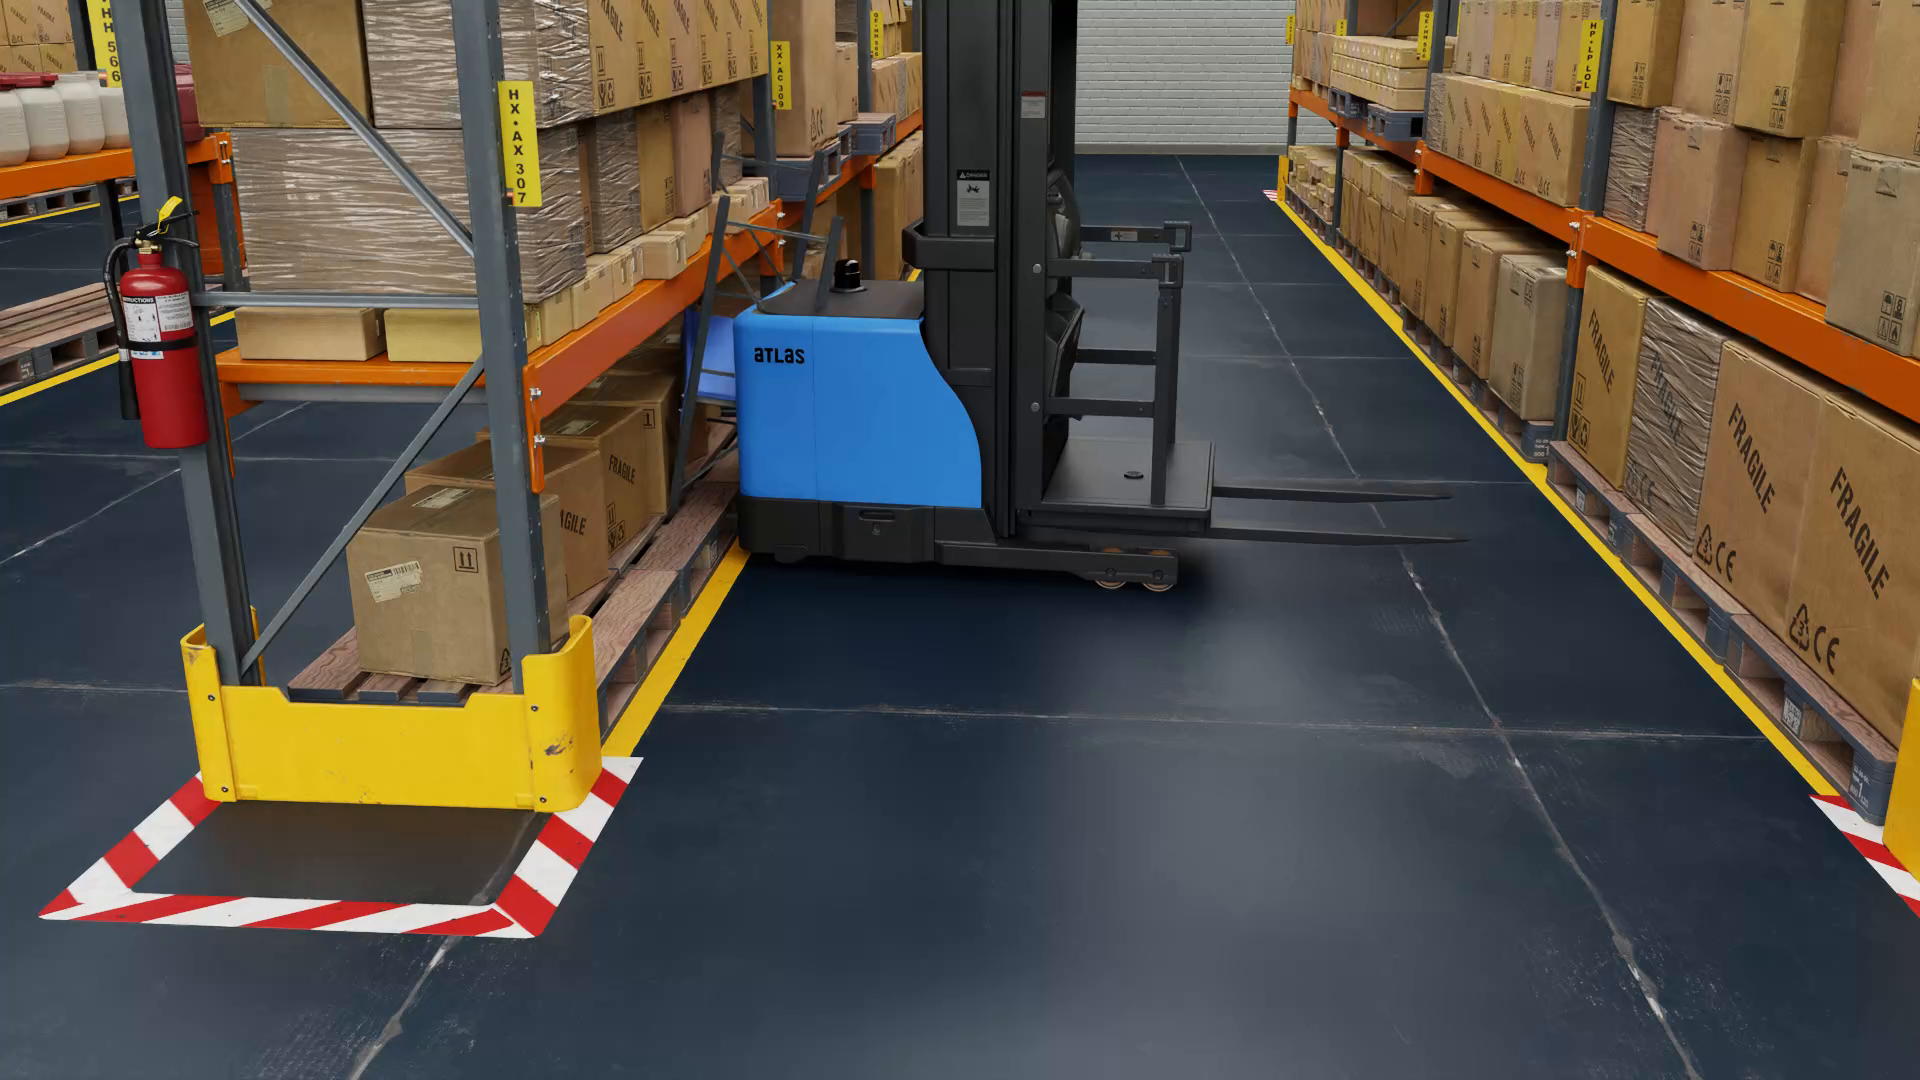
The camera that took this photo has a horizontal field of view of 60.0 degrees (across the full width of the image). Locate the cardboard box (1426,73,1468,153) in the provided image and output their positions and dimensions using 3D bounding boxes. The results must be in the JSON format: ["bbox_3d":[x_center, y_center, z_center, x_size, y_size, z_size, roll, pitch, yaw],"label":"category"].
[{"bbox_3d":[3.494,-2.913,11.335,0.500,0.500,0.500,1,18,5],"label":"cardboard box"}]

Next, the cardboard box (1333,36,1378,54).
[{"bbox_3d":[3.595,-4.492,15.088,0.380,0.149,0.250,2,18,7],"label":"cardboard box"}]

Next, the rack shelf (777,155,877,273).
[{"bbox_3d":[-1.288,-2.178,10.408,1.077,0.370,4.000,1,18,4],"label":"rack shelf"}]

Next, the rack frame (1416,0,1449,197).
[{"bbox_3d":[3.795,-2.999,11.758,1.000,3.000,0.127,1,18,4],"label":"rack frame"}]

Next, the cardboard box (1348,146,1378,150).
[{"bbox_3d":[4.583,-4.441,19.107,0.380,0.149,0.250,1,18,5],"label":"cardboard box"}]

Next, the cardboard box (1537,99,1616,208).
[{"bbox_3d":[3.279,-1.972,8.464,0.500,0.500,0.500,1,18,4],"label":"cardboard box"}]

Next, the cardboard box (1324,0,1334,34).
[{"bbox_3d":[3.878,-5.218,16.286,0.500,0.500,0.500,1,18,2],"label":"cardboard box"}]

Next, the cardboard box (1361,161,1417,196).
[{"bbox_3d":[3.689,-3.062,14.086,0.500,0.250,0.500,2,18,6],"label":"cardboard box"}]

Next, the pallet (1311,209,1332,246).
[{"bbox_3d":[4.095,-3.125,16.622,1.003,0.211,1.213,1,18,4],"label":"pallet"}]

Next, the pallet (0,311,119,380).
[{"bbox_3d":[-6.269,-1.309,11.078,1.003,0.211,1.213,1,18,4],"label":"pallet"}]

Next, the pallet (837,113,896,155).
[{"bbox_3d":[-1.090,-2.826,11.539,1.213,0.211,1.003,1,18,4],"label":"pallet"}]

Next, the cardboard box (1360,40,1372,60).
[{"bbox_3d":[3.487,-4.007,13.607,0.380,0.149,0.250,2,18,6],"label":"cardboard box"}]

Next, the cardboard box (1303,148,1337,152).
[{"bbox_3d":[4.092,-4.368,18.883,0.380,0.149,0.250,2,18,5],"label":"cardboard box"}]

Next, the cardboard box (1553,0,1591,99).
[{"bbox_3d":[3.573,-2.593,8.754,0.700,0.500,0.500,1,18,3],"label":"cardboard box"}]

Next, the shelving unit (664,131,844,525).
[{"bbox_3d":[-0.953,-0.911,7.411,0.538,1.500,1.048,8,26,-13],"label":"shelving unit"}]

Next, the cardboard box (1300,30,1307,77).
[{"bbox_3d":[4.048,-5.372,18.363,0.500,0.500,0.500,1,18,4],"label":"cardboard box"}]

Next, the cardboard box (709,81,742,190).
[{"bbox_3d":[-1.525,-1.949,7.916,0.875,0.500,0.500,1,18,4],"label":"cardboard box"}]

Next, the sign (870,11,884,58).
[{"bbox_3d":[-0.603,-3.644,11.995,0.100,0.325,0.005,1,18,4],"label":"sign"}]

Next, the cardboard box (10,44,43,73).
[{"bbox_3d":[-10.359,-5.120,18.070,0.500,0.500,0.500,1,18,4],"label":"cardboard box"}]

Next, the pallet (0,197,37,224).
[{"bbox_3d":[-10.688,-3.494,17.746,1.003,0.211,1.213,1,18,4],"label":"pallet"}]

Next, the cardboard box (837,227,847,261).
[{"bbox_3d":[-1.173,-1.954,11.876,0.700,0.500,0.500,0,18,1],"label":"cardboard box"}]

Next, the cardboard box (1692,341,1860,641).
[{"bbox_3d":[3.265,-0.189,5.922,0.875,0.875,0.875,1,18,3],"label":"cardboard box"}]

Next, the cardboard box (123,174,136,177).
[{"bbox_3d":[-10.245,-4.695,20.241,0.500,0.500,0.500,1,18,4],"label":"cardboard box"}]

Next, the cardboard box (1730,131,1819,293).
[{"bbox_3d":[3.383,-1.210,6.057,0.875,0.550,0.500,1,18,4],"label":"cardboard box"}]

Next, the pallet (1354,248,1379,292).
[{"bbox_3d":[3.943,-2.294,14.086,1.003,0.211,1.213,1,18,4],"label":"pallet"}]

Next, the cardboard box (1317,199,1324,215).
[{"bbox_3d":[3.827,-3.378,16.818,0.380,0.149,0.250,1,18,2],"label":"cardboard box"}]

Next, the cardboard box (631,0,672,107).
[{"bbox_3d":[-1.330,-1.796,5.841,0.500,0.500,0.500,1,18,4],"label":"cardboard box"}]

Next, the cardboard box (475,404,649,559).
[{"bbox_3d":[-1.584,-0.242,6.684,0.500,0.500,0.500,3,18,9],"label":"cardboard box"}]

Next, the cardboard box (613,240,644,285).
[{"bbox_3d":[-1.377,-1.008,6.087,0.380,0.149,0.250,1,18,4],"label":"cardboard box"}]

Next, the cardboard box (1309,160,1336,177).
[{"bbox_3d":[3.868,-3.892,17.431,0.380,0.149,0.250,1,18,2],"label":"cardboard box"}]

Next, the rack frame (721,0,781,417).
[{"bbox_3d":[-1.432,-1.899,8.400,1.000,3.000,0.127,1,18,4],"label":"rack frame"}]

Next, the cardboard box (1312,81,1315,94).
[{"bbox_3d":[3.997,-4.865,17.857,0.380,0.149,0.250,1,18,3],"label":"cardboard box"}]

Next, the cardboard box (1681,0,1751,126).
[{"bbox_3d":[3.348,-1.889,6.396,0.875,0.550,0.550,1,18,4],"label":"cardboard box"}]

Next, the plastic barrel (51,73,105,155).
[{"bbox_3d":[-5.976,-2.850,11.123,0.421,0.512,0.421,0,18,0],"label":"plastic barrel"}]

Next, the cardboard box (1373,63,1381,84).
[{"bbox_3d":[3.429,-3.626,12.924,0.380,0.149,0.250,1,18,4],"label":"cardboard box"}]

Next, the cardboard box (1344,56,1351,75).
[{"bbox_3d":[3.542,-4.109,14.397,0.380,0.149,0.250,1,18,2],"label":"cardboard box"}]

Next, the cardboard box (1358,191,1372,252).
[{"bbox_3d":[3.704,-2.702,14.192,0.500,0.500,0.500,2,18,5],"label":"cardboard box"}]

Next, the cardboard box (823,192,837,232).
[{"bbox_3d":[-1.163,-2.310,11.758,0.500,0.250,0.500,2,18,6],"label":"cardboard box"}]

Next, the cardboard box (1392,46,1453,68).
[{"bbox_3d":[3.373,-3.524,12.135,0.380,0.149,0.250,1,18,2],"label":"cardboard box"}]

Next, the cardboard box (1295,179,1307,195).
[{"bbox_3d":[3.936,-3.935,18.520,0.380,0.149,0.250,2,18,5],"label":"cardboard box"}]

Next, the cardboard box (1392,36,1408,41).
[{"bbox_3d":[4.369,-4.578,15.939,0.500,0.500,0.500,1,18,3],"label":"cardboard box"}]

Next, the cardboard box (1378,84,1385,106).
[{"bbox_3d":[3.410,-3.399,12.709,0.380,0.149,0.250,2,18,5],"label":"cardboard box"}]

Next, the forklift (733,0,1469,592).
[{"bbox_3d":[0.617,-1.361,6.870,3.031,2.935,1.130,3,18,9],"label":"forklift"}]

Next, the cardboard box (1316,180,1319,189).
[{"bbox_3d":[3.950,-3.738,17.440,0.380,0.149,0.250,0,18,1],"label":"cardboard box"}]

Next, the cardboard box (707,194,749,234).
[{"bbox_3d":[-1.166,-1.472,7.502,0.380,0.149,0.250,1,18,4],"label":"cardboard box"}]

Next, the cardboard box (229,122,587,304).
[{"bbox_3d":[-1.651,-1.015,5.066,0.875,0.500,0.500,1,18,4],"label":"cardboard box"}]

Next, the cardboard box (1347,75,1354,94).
[{"bbox_3d":[3.522,-3.888,14.202,0.380,0.149,0.250,0,18,1],"label":"cardboard box"}]

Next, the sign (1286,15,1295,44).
[{"bbox_3d":[3.827,-5.907,19.242,0.100,0.325,0.005,1,18,4],"label":"sign"}]

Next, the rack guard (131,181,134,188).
[{"bbox_3d":[-10.457,-4.636,20.770,1.175,0.500,0.348,1,18,4],"label":"rack guard"}]

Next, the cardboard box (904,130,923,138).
[{"bbox_3d":[-0.884,-3.374,15.640,1.225,0.875,0.875,1,18,4],"label":"cardboard box"}]

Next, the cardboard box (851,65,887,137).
[{"bbox_3d":[-0.839,-3.333,12.618,0.500,0.500,0.500,2,18,6],"label":"cardboard box"}]

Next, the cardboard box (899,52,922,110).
[{"bbox_3d":[-0.619,-4.279,15.505,0.500,0.500,0.500,1,18,4],"label":"cardboard box"}]
